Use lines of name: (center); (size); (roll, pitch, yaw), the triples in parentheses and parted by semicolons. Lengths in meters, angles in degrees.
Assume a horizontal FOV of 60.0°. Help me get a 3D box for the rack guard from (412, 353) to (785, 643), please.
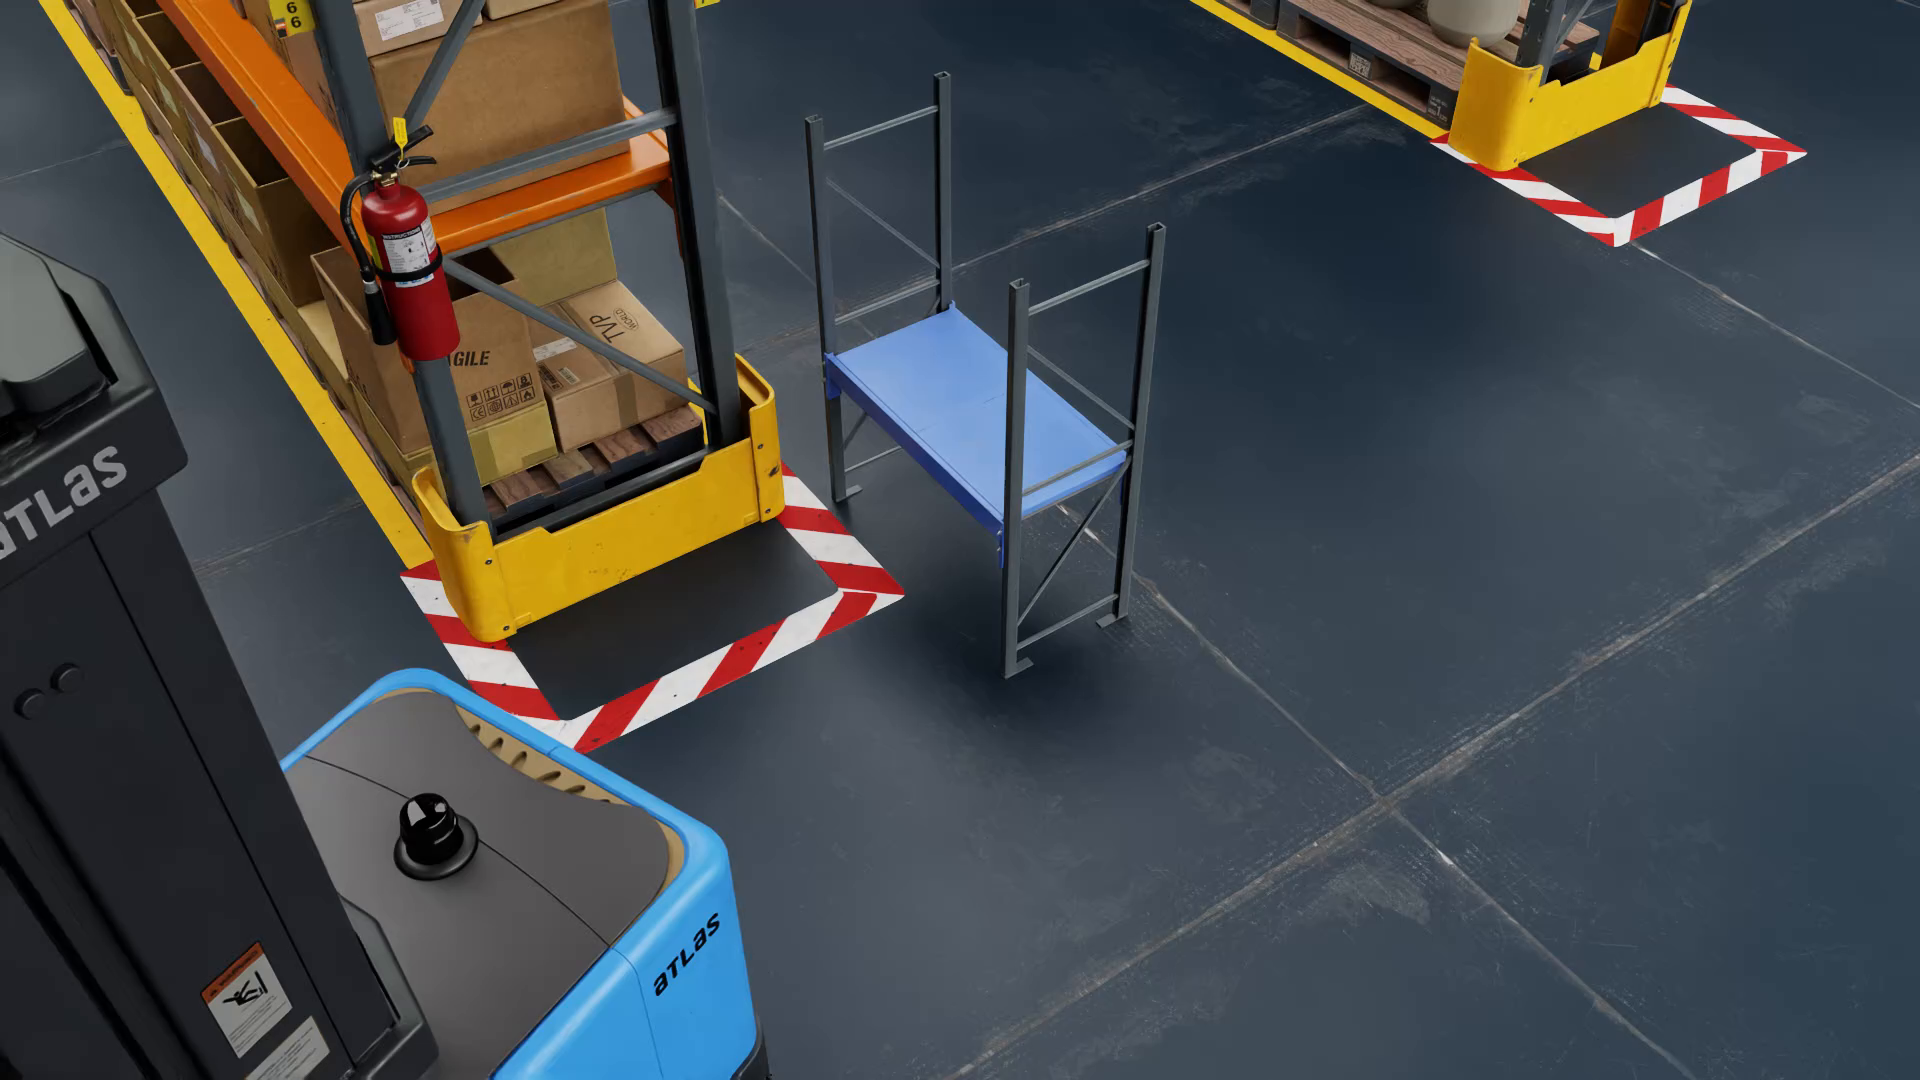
rack guard: (-1.170, -0.157, 5.553); (1.175, 0.500, 0.348); (-26, 49, -24)

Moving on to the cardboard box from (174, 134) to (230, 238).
cardboard box: (-2.892, -1.545, 6.883); (0.500, 0.250, 0.500); (-26, 49, -24)

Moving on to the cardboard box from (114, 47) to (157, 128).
cardboard box: (-3.455, -2.115, 7.481); (0.500, 0.250, 0.500); (-26, 49, -24)

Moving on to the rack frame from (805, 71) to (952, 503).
rack frame: (-0.242, -0.782, 5.483); (0.500, 1.500, 0.032); (-26, 49, -24)

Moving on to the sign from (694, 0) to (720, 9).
sign: (-0.725, -1.633, 4.604); (0.100, 0.325, 0.005); (-26, 49, -24)

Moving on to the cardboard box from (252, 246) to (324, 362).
cardboard box: (-2.316, -0.980, 6.292); (0.500, 0.250, 0.500); (-26, 49, -24)

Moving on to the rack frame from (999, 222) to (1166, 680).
rack frame: (0.340, -0.206, 4.880); (0.500, 1.500, 0.032); (-26, 49, -24)

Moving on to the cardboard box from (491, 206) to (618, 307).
cardboard box: (-1.596, -1.178, 5.955); (0.500, 0.500, 0.500); (-26, 49, -24)

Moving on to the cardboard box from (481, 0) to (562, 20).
cardboard box: (-1.232, -1.653, 4.767); (0.380, 0.149, 0.250); (-26, 49, -25)

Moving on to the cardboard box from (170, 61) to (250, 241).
cardboard box: (-2.604, -1.534, 6.329); (0.500, 0.500, 0.500); (-26, 49, -24)

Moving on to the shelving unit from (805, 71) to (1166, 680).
shelving unit: (0.049, -0.494, 5.182); (0.538, 1.500, 1.048); (-26, 49, -24)

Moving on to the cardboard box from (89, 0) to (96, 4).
cardboard box: (-3.939, -2.817, 7.809); (0.500, 0.311, 0.500); (-26, 49, -24)

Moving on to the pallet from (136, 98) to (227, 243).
pallet: (-3.051, -1.865, 7.551); (1.003, 0.211, 1.213); (-26, 49, -24)

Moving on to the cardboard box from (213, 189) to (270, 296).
cardboard box: (-2.601, -1.264, 6.589); (0.500, 0.250, 0.500); (-26, 49, -24)

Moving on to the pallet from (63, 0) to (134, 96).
pallet: (-3.926, -2.734, 8.461); (1.003, 0.211, 1.213); (-26, 49, -24)

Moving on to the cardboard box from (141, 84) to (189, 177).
cardboard box: (-3.174, -1.830, 7.182); (0.500, 0.250, 0.500); (-26, 49, -24)

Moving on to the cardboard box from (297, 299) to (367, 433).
cardboard box: (-2.029, -0.698, 5.996); (0.500, 0.250, 0.500); (-26, 49, -24)

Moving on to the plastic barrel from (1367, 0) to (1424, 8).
plastic barrel: (2.155, -2.908, 8.122); (0.421, 0.512, 0.421); (0, 44, 0)

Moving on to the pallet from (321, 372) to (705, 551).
pallet: (-1.656, -0.483, 6.103); (1.003, 0.211, 1.213); (-26, 49, -24)

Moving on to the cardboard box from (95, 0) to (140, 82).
cardboard box: (-3.464, -2.383, 7.218); (0.500, 0.500, 0.500); (-26, 49, -24)

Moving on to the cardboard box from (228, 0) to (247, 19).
cardboard box: (-2.328, -2.256, 5.869); (0.700, 0.500, 0.500); (-24, 49, -23)

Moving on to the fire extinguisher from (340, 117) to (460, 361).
fire extinguisher: (-1.497, -0.797, 4.468); (0.296, 0.674, 0.183); (-26, 49, -24)

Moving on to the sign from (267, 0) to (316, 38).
sign: (-1.637, -1.373, 4.006); (0.100, 0.325, 0.005); (-26, 49, -24)

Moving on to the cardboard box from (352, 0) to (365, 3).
cardboard box: (-1.471, -1.880, 4.535); (0.700, 0.500, 0.500); (-26, 49, -24)

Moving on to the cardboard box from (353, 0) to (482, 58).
cardboard box: (-1.559, -1.487, 4.593); (0.380, 0.149, 0.250); (-27, 50, -25)

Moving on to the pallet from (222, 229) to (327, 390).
pallet: (-2.349, -1.173, 6.826); (1.003, 0.211, 1.213); (-26, 49, -24)

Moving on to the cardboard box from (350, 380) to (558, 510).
cardboard box: (-1.733, -0.419, 5.704); (0.500, 0.250, 0.500); (-26, 49, -24)

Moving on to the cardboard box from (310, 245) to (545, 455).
cardboard box: (-1.735, -0.690, 5.444); (0.500, 0.500, 0.500); (-26, 49, -24)

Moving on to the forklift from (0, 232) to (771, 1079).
forklift: (-1.702, 1.027, 2.551); (1.130, 2.935, 3.031); (24, 49, 23)

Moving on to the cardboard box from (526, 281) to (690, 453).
cardboard box: (-1.308, -0.624, 5.919); (0.500, 0.250, 0.500); (-26, 49, -24)

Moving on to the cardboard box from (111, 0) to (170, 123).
cardboard box: (-3.171, -2.103, 6.924); (0.500, 0.500, 0.500); (-26, 49, -24)

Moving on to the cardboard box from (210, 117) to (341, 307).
cardboard box: (-2.319, -1.250, 6.032); (0.500, 0.500, 0.500); (-26, 49, -24)

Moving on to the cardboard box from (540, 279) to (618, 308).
cardboard box: (-1.597, -0.906, 6.214); (0.500, 0.250, 0.500); (-26, 49, -24)

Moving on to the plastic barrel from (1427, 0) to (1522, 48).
plastic barrel: (2.442, -2.624, 7.824); (0.421, 0.512, 0.421); (0, 44, 0)

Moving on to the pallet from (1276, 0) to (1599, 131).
pallet: (2.339, -2.508, 8.224); (1.003, 0.211, 1.213); (-26, 49, -24)

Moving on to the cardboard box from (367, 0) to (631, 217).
cardboard box: (-1.440, -1.381, 4.952); (0.700, 0.500, 0.500); (-26, 49, -24)

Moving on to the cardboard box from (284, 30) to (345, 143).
cardboard box: (-1.745, -1.676, 5.261); (0.700, 0.500, 0.500); (-24, 49, -23)

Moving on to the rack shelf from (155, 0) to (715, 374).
rack shelf: (-2.328, -1.948, 6.139); (1.077, 0.370, 4.000); (-26, 49, -24)

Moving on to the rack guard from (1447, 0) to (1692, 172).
rack guard: (2.799, -2.150, 7.640); (1.175, 0.500, 0.348); (-26, 49, -24)

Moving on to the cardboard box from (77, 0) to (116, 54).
cardboard box: (-3.947, -2.618, 8.007); (0.500, 0.250, 0.500); (-26, 50, -25)

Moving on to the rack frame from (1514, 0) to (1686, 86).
rack frame: (2.881, -3.030, 6.751); (1.000, 3.000, 0.127); (-26, 49, -24)

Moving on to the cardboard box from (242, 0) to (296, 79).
cardboard box: (-2.024, -1.960, 5.558); (0.700, 0.500, 0.500); (-25, 49, -24)

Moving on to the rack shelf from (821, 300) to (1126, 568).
rack shelf: (0.049, -0.364, 5.306); (0.538, 0.185, 1.000); (-26, 49, -24)

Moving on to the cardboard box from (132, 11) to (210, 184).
cardboard box: (-2.891, -1.817, 6.625); (0.500, 0.500, 0.500); (-26, 49, -24)

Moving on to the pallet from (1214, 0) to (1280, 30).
pallet: (1.645, -3.198, 8.947); (1.003, 0.211, 1.213); (-26, 49, -24)

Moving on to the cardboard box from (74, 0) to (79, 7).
cardboard box: (-4.235, -2.905, 8.308); (0.500, 0.250, 0.500); (-26, 50, -25)

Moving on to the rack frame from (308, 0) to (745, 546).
rack frame: (-1.184, -1.075, 4.704); (1.000, 3.000, 0.127); (-26, 49, -24)
